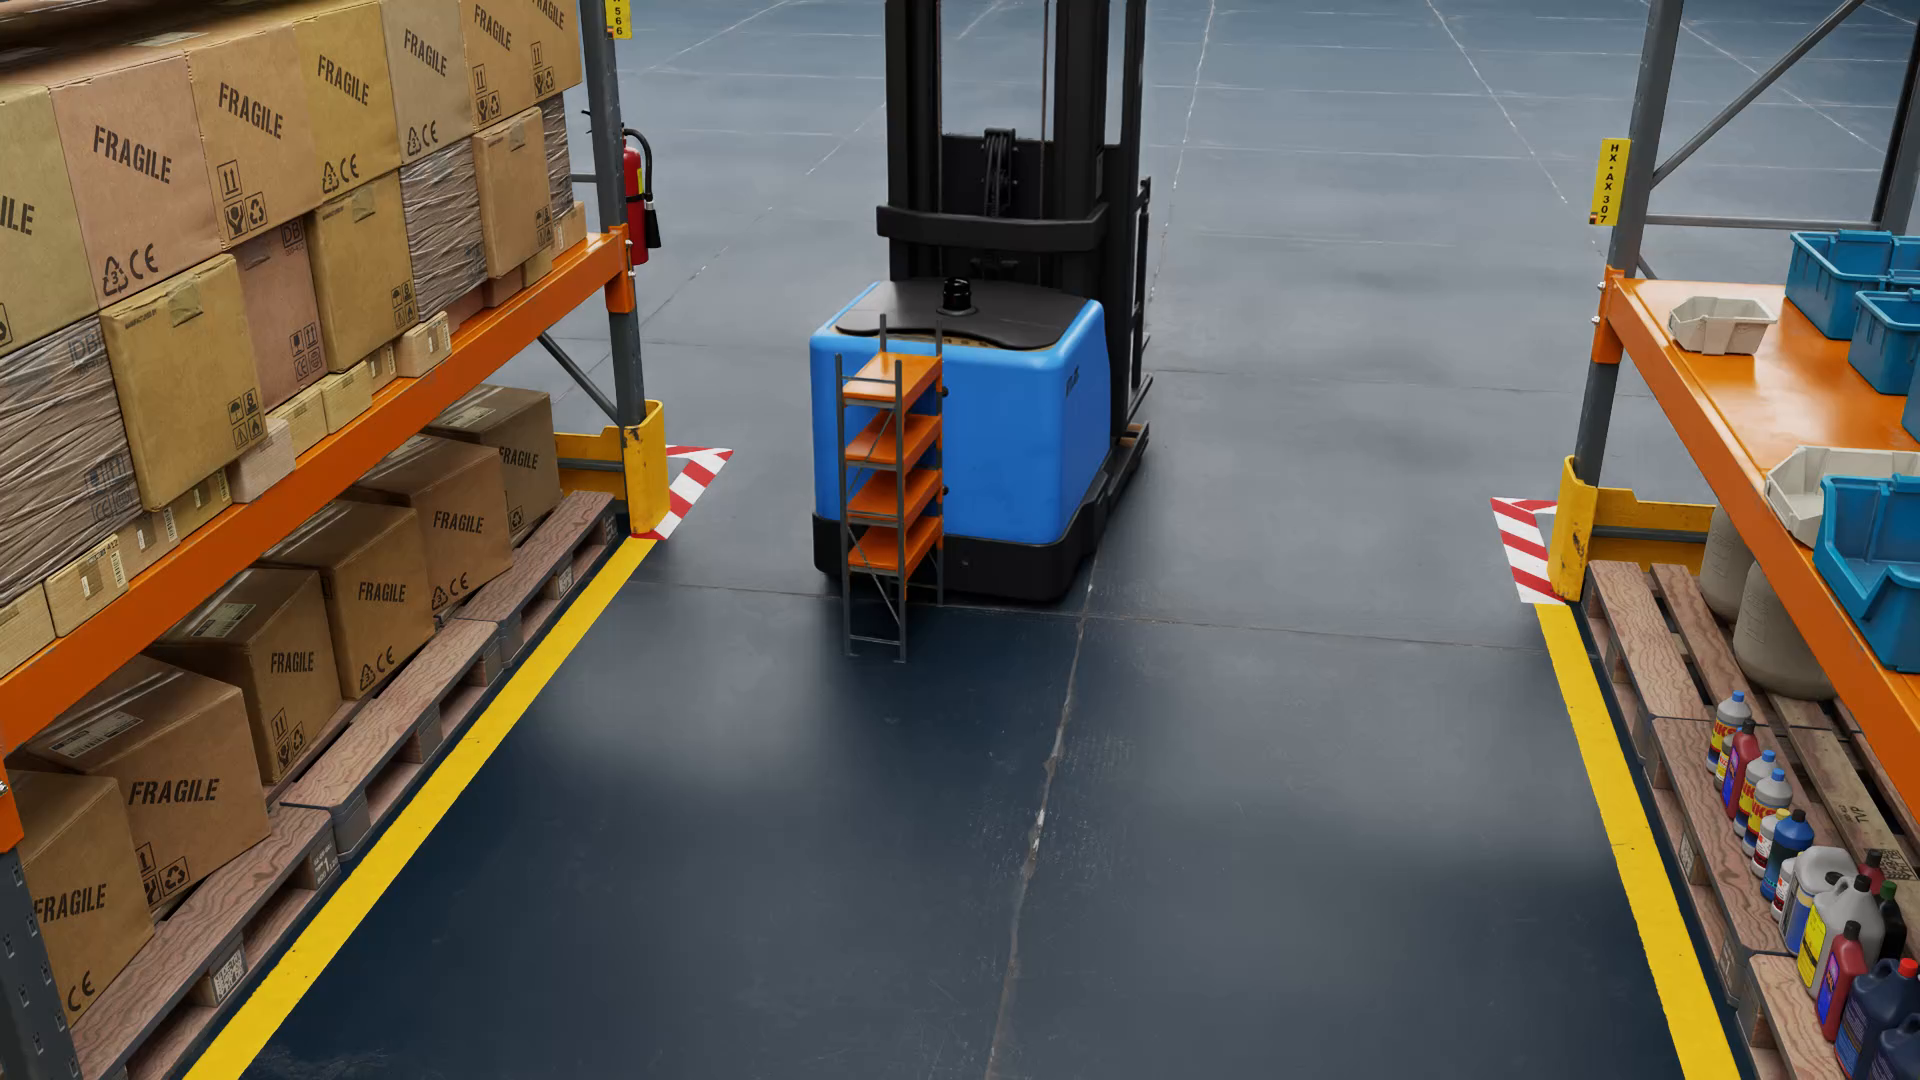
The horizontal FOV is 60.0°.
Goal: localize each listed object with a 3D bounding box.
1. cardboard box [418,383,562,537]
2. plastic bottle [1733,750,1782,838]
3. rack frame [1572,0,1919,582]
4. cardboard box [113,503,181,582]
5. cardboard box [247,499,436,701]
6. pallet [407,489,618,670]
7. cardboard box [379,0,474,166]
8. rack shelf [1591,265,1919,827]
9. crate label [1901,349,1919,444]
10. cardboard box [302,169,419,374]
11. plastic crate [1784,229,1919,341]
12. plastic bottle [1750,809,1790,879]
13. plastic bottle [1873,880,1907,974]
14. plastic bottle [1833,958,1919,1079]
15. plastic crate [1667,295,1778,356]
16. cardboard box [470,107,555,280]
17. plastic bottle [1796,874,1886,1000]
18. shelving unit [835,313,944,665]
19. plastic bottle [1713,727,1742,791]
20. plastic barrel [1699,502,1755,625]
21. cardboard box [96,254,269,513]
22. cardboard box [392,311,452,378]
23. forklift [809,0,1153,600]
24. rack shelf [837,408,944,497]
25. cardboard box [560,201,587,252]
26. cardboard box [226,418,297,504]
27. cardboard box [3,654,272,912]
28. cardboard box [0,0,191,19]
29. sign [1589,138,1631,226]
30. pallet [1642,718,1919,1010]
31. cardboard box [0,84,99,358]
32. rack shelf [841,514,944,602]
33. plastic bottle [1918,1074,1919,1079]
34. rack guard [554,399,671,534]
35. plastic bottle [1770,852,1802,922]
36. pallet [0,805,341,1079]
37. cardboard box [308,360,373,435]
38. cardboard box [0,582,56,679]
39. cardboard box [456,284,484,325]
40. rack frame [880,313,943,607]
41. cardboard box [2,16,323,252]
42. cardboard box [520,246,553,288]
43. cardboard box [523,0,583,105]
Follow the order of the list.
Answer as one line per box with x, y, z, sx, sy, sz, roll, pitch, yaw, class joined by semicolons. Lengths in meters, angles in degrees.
-2.016;-0.323;6.855;0.500;0.500;0.500;9;27;18;cardboard box
2.329;0.735;4.842;0.097;0.271;0.097;0;25;0;plastic bottle
2.989;-1.182;6.237;1.000;3.000;0.127;4;25;9;rack frame
-2.152;-0.017;4.045;0.380;0.149;0.250;4;25;9;cardboard box
-2.201;0.190;5.759;0.500;0.500;0.500;6;26;13;cardboard box
-2.078;0.107;6.772;1.003;0.211;1.213;4;25;9;pallet
-1.904;-1.492;5.251;0.500;0.500;0.500;4;25;9;cardboard box
2.662;-0.020;4.602;1.077;0.370;4.000;4;25;9;rack shelf
2.955;-0.409;4.544;0.502;0.435;0.616;4;25;9;crate label
-2.196;-0.845;5.048;0.875;0.500;0.500;4;25;9;cardboard box
3.202;-0.884;5.777;0.499;0.251;0.616;4;25;9;plastic crate
2.296;0.850;4.678;0.097;0.201;0.097;0;25;0;plastic bottle
2.345;1.014;4.231;0.061;0.283;0.133;4;25;9;plastic bottle
2.187;1.122;3.920;0.144;0.351;0.185;3;25;6;plastic bottle
2.525;-0.710;5.540;0.298;0.136;0.250;4;25;9;plastic crate
-1.978;-1.259;5.933;0.875;0.500;0.500;4;25;9;cardboard box
2.240;0.987;4.209;0.144;0.351;0.185;4;25;8;plastic bottle
-0.251;-0.191;6.242;0.258;1.200;0.503;7;26;14;shelving unit
2.368;0.666;5.070;0.097;0.201;0.097;0;25;0;plastic bottle
2.956;0.035;6.076;0.421;0.512;0.421;0;25;0;plastic barrel
-2.300;-0.423;4.146;0.875;0.500;0.500;4;25;9;cardboard box
-1.882;-0.643;5.382;0.380;0.149;0.250;4;25;9;cardboard box
0.296;-1.691;7.404;1.130;2.935;3.031;7;26;14;forklift
-0.251;-0.333;6.176;0.258;0.148;0.480;7;26;14;rack shelf
-1.741;-1.278;6.738;0.380;0.149;0.250;4;25;9;cardboard box
-2.039;-0.224;4.487;0.380;0.149;0.250;4;25;9;cardboard box
-2.360;0.685;4.701;0.500;0.500;0.500;13;28;25;cardboard box
-2.501;-1.319;4.882;0.500;0.500;0.500;4;25;9;cardboard box
2.447;-1.347;6.263;0.100;0.325;0.005;4;25;9;sign
2.683;0.964;4.941;1.003;0.211;1.213;4;25;9;pallet
-2.227;-0.655;3.464;0.500;0.500;0.500;4;25;9;cardboard box
-0.251;0.050;6.355;0.258;0.148;0.480;7;26;14;rack shelf
2.088;1.298;3.624;0.061;0.283;0.133;5;26;11;plastic bottle
-1.910;-0.361;7.432;1.175;0.500;0.348;4;25;9;rack guard
2.263;0.936;4.495;0.097;0.201;0.097;0;25;0;plastic bottle
-2.477;1.128;4.592;1.003;0.211;1.213;4;25;9;pallet
-1.988;-0.436;4.939;0.380;0.149;0.250;4;25;9;cardboard box
-2.220;0.193;3.596;0.380;0.149;0.250;4;25;9;cardboard box
-1.910;-0.860;5.845;0.380;0.149;0.250;4;25;9;cardboard box
-0.184;-0.290;6.455;0.240;1.200;0.015;7;26;14;rack frame
-2.065;-1.074;4.357;0.500;0.500;0.500;4;25;9;cardboard box
-1.772;-1.065;6.283;0.380;0.149;0.250;4;25;9;cardboard box
-1.744;-1.911;6.145;0.500;0.500;0.500;4;25;9;cardboard box
